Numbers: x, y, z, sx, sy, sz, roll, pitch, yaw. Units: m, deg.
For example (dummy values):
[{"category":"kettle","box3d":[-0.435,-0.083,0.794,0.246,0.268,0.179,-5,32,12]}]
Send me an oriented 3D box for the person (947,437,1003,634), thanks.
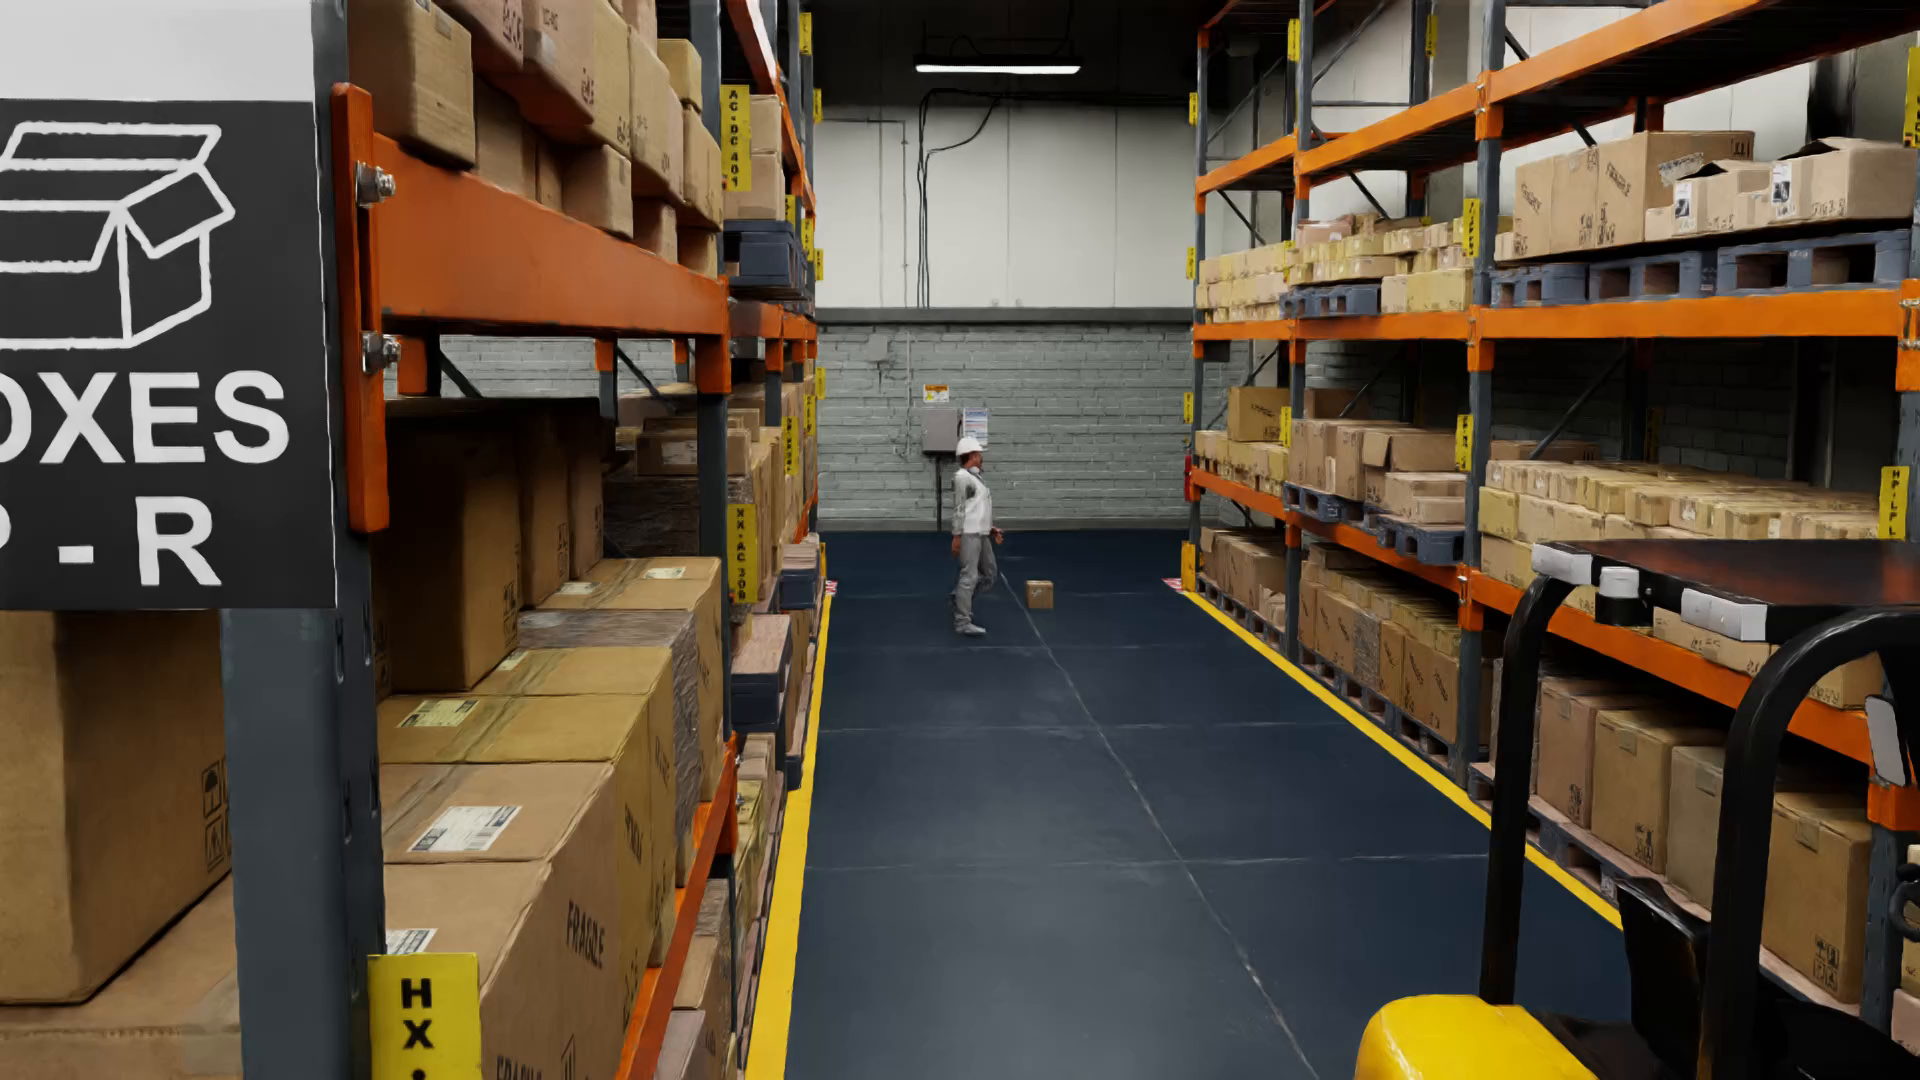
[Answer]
[{"category":"person","box3d":[0.101,-0.053,15.121,0.534,1.751,0.682,1,7,10]}]
